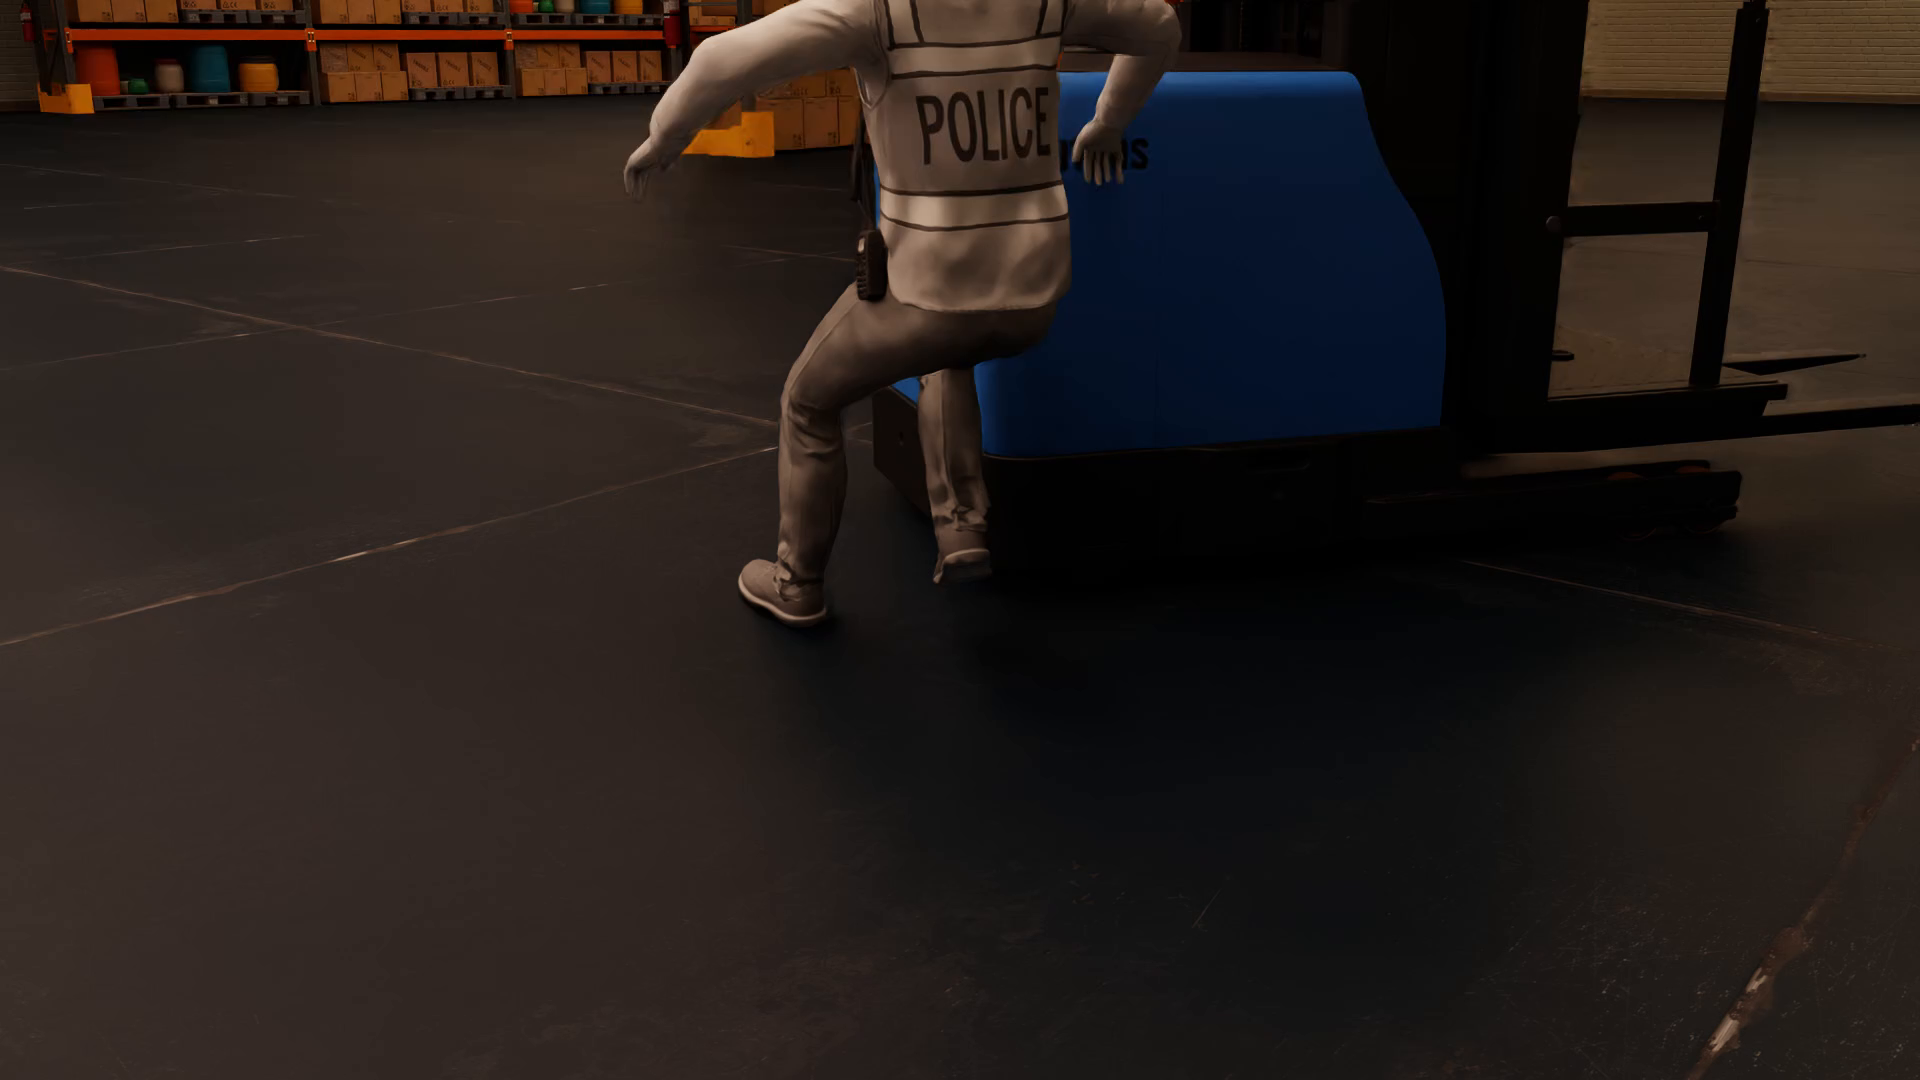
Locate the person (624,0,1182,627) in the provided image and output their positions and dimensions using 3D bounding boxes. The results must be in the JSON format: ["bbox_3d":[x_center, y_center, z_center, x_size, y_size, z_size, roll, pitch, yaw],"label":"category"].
[{"bbox_3d":[-0.130,-0.546,3.097,0.991,1.525,0.767,-8,18,-24],"label":"person"}]

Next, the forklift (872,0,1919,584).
[{"bbox_3d":[1.350,-1.538,3.964,3.031,2.935,1.130,-5,18,-17],"label":"forklift"}]
